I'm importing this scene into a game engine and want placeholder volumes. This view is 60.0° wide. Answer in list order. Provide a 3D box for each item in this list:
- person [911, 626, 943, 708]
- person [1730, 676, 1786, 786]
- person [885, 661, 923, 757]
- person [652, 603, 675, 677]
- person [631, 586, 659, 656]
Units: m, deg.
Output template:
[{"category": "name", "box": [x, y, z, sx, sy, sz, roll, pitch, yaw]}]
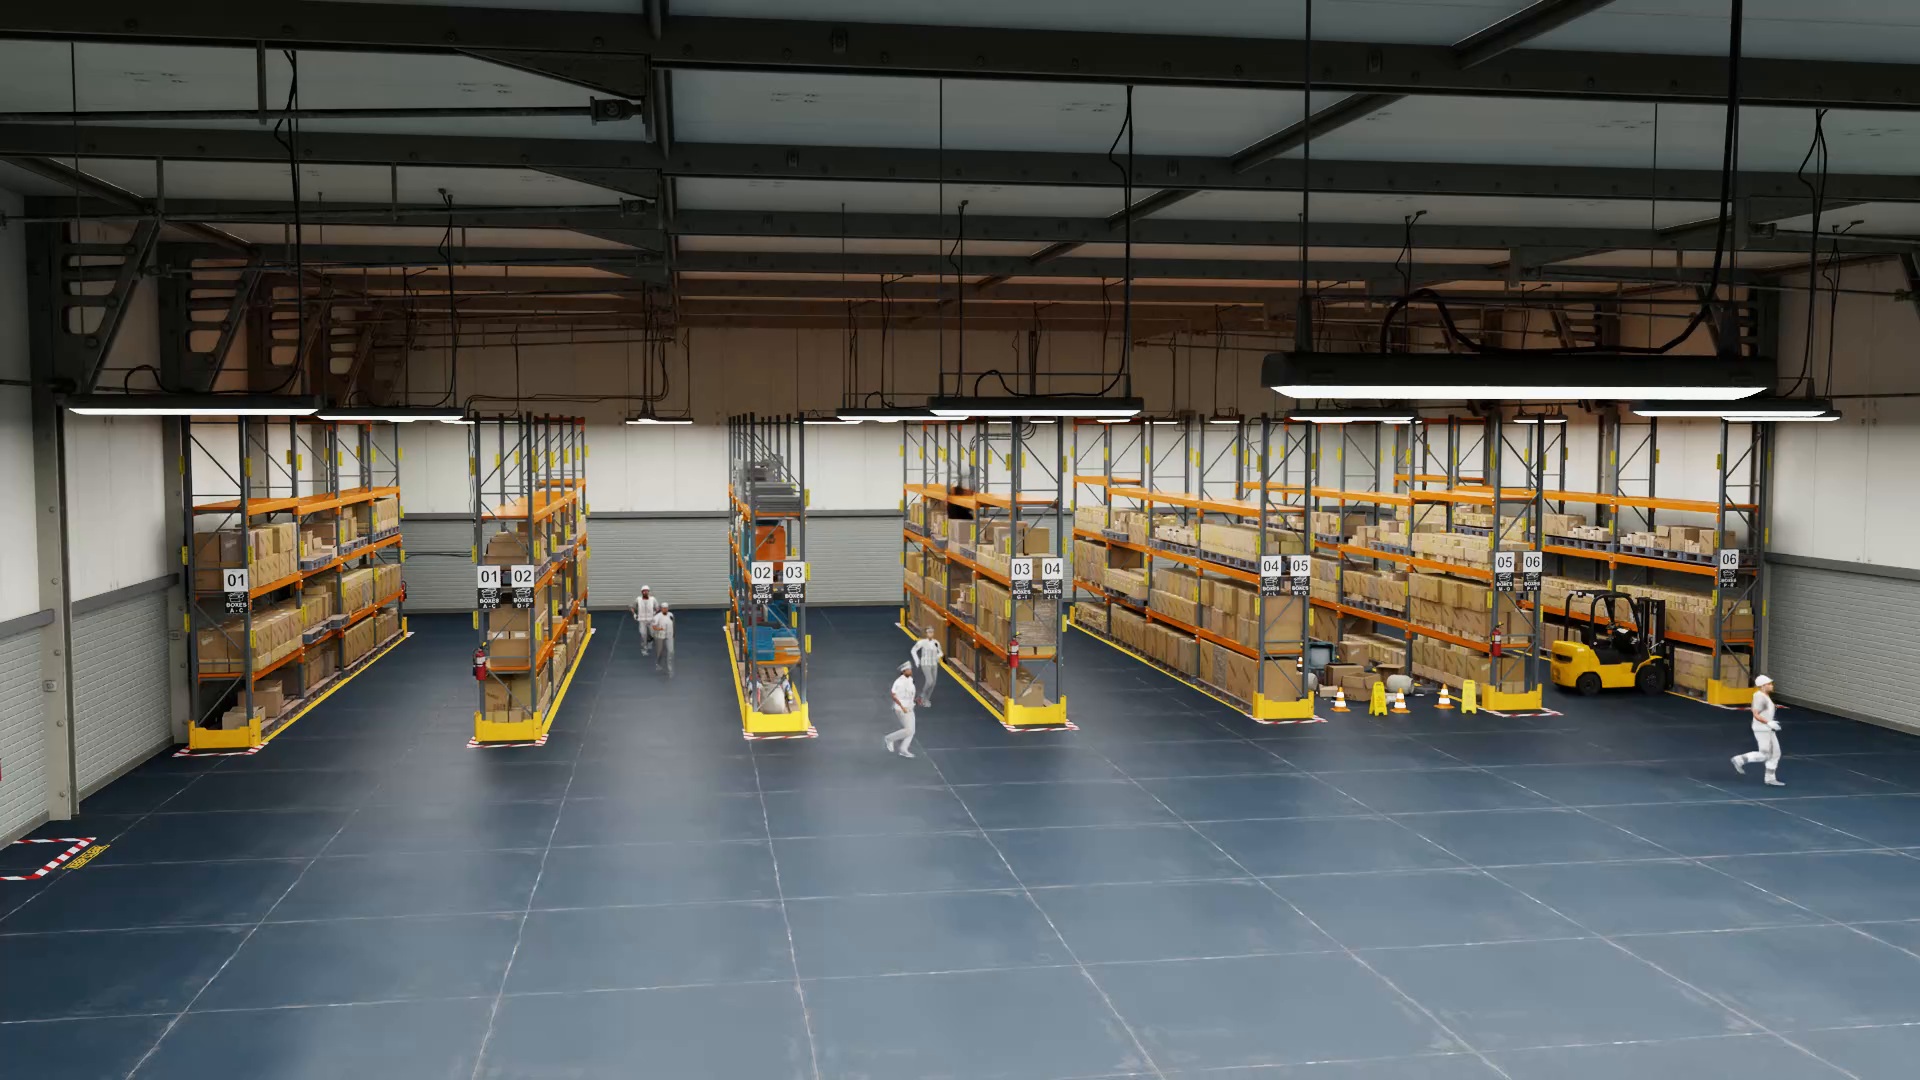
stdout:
[{"category": "person", "box": [-0.615, 2.575, 33.841, 0.587, 1.674, 0.647, -2, 4, -27]}, {"category": "person", "box": [12.805, 3.044, 26.628, 0.809, 1.764, 0.655, 2, 5, 31]}, {"category": "person", "box": [-0.964, 2.934, 28.935, 0.598, 1.675, 0.572, 2, 4, 25]}, {"category": "person", "box": [-6.856, 2.282, 38.490, 0.572, 1.699, 0.866, -2, 4, -23]}, {"category": "person", "box": [-7.897, 2.019, 41.746, 0.714, 1.741, 0.737, -1, 4, -16]}]
